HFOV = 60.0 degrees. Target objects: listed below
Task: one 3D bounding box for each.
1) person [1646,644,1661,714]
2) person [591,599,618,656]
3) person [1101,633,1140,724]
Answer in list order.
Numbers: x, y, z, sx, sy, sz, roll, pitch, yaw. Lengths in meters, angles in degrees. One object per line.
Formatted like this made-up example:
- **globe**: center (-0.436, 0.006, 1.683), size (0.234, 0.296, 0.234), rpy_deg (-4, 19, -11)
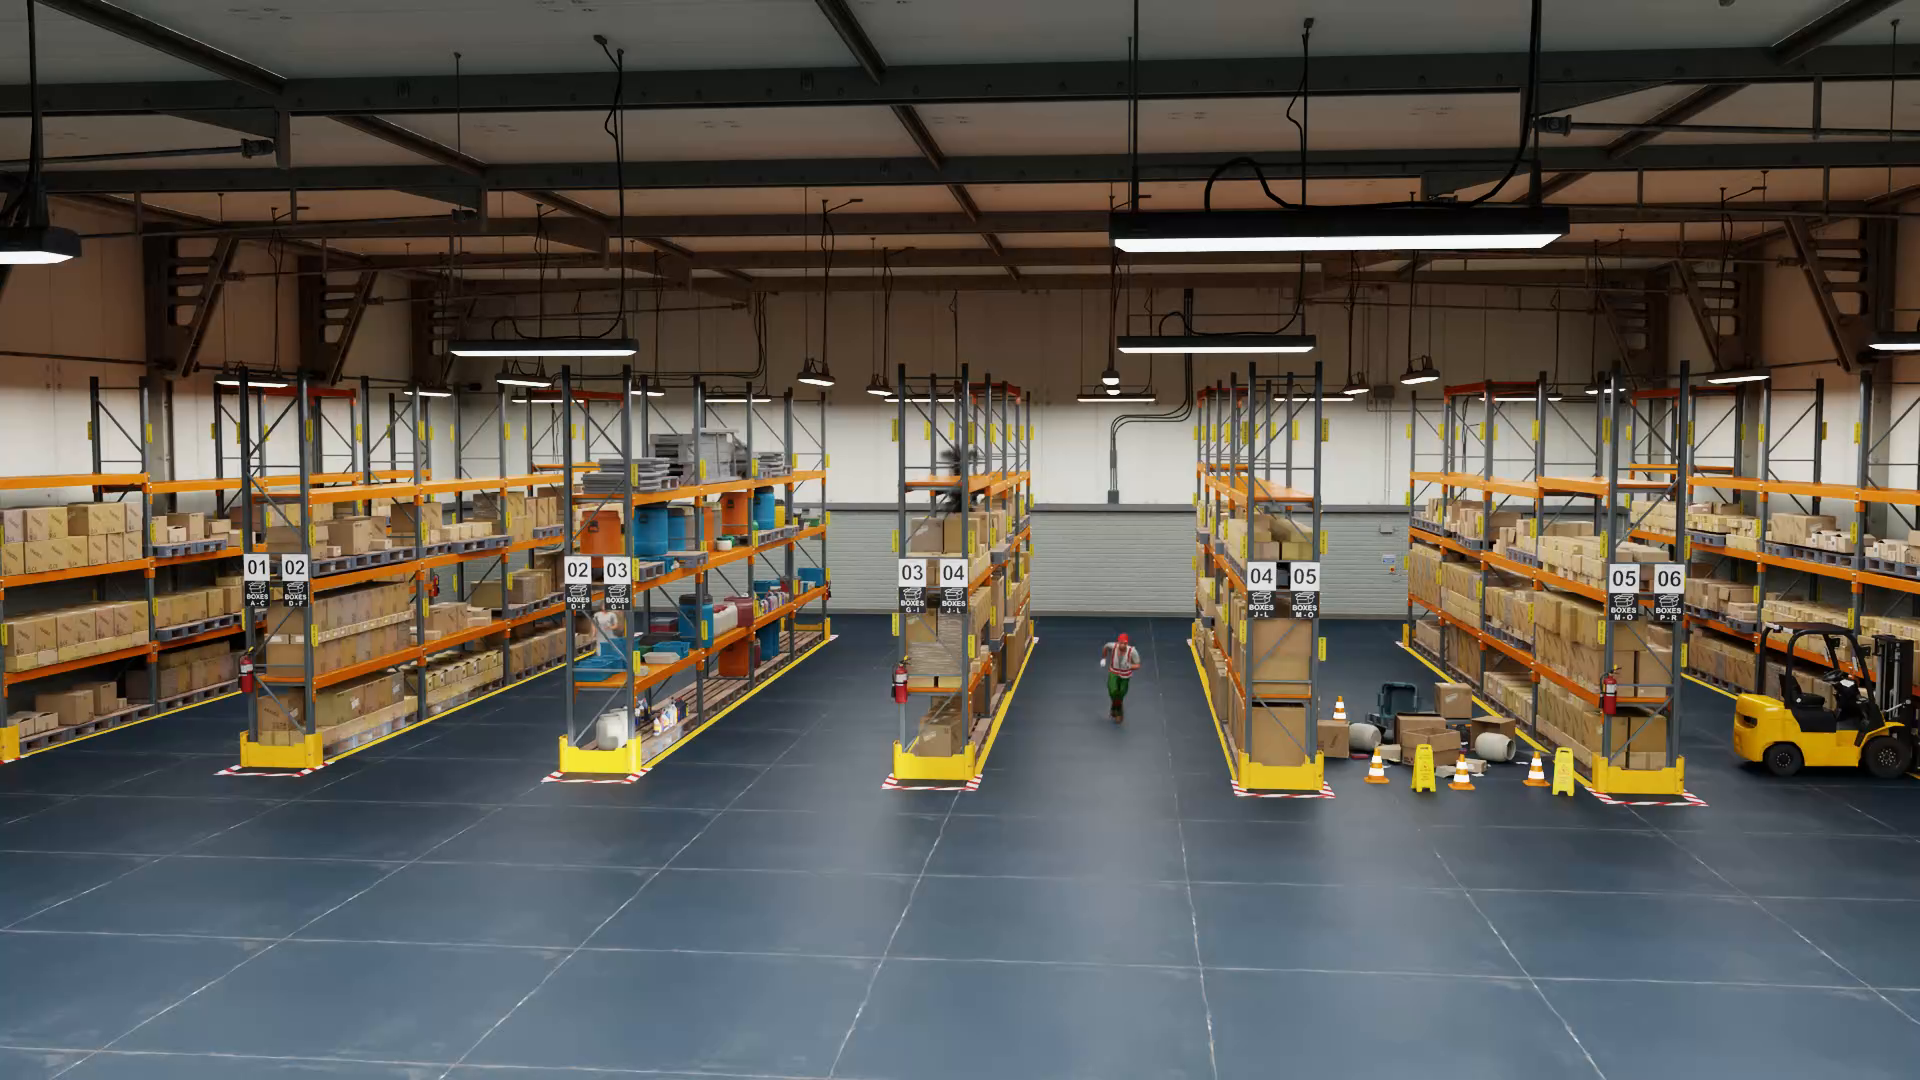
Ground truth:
- **person**: center (11.987, 2.381, 28.945), size (0.687, 1.541, 0.814), rpy_deg (-1, 4, -12)
- **person**: center (-7.143, 2.025, 33.399), size (0.547, 1.688, 0.699), rpy_deg (-1, 4, -9)
- **person**: center (2.781, 2.368, 28.865), size (0.674, 1.590, 1.064), rpy_deg (0, 4, 4)
